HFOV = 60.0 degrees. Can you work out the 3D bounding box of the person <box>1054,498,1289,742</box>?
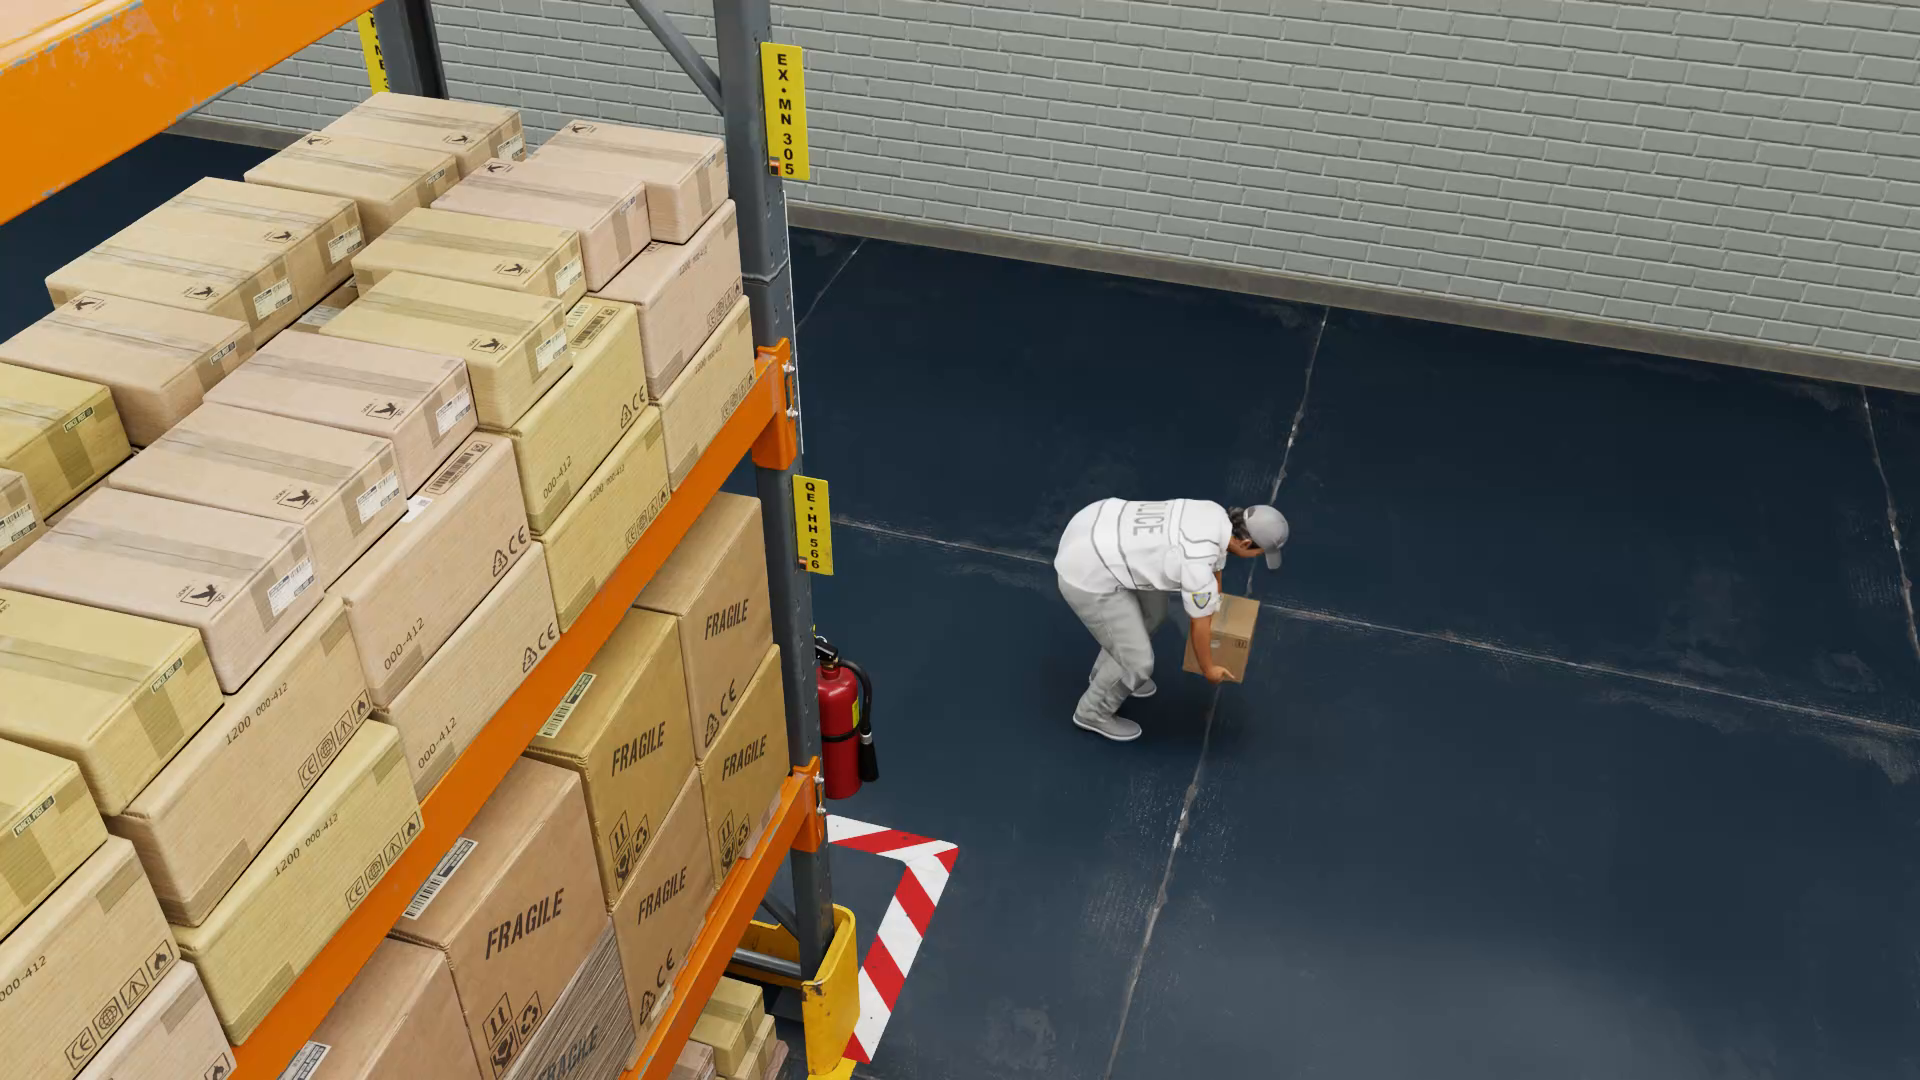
[{"bbox_3d":[0.846,0.298,6.904,0.916,1.176,0.488,9,38,12],"label":"person"}]
